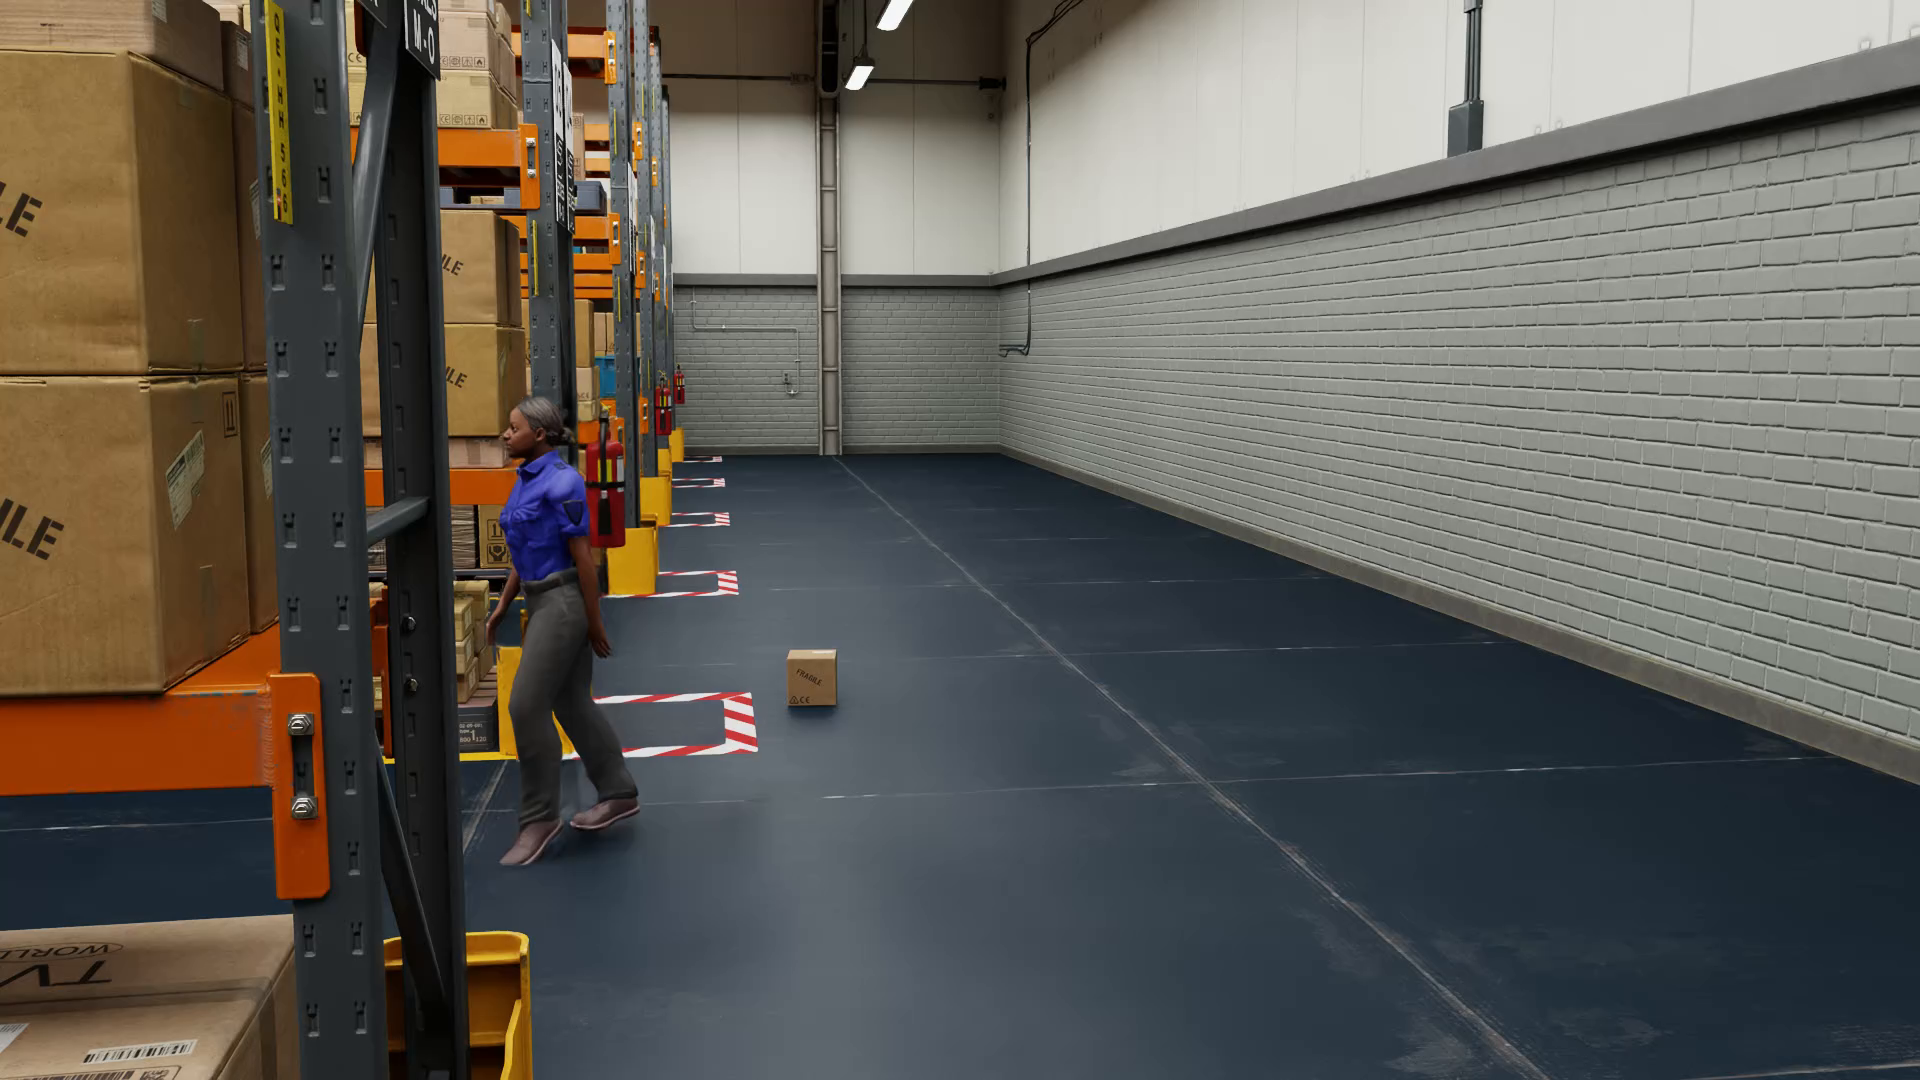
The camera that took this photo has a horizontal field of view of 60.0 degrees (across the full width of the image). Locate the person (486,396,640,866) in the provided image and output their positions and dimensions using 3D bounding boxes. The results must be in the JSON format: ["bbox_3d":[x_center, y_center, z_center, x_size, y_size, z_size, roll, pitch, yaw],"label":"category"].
[{"bbox_3d":[-1.504,0.319,6.217,0.598,1.706,0.534,-4,8,-29],"label":"person"}]
